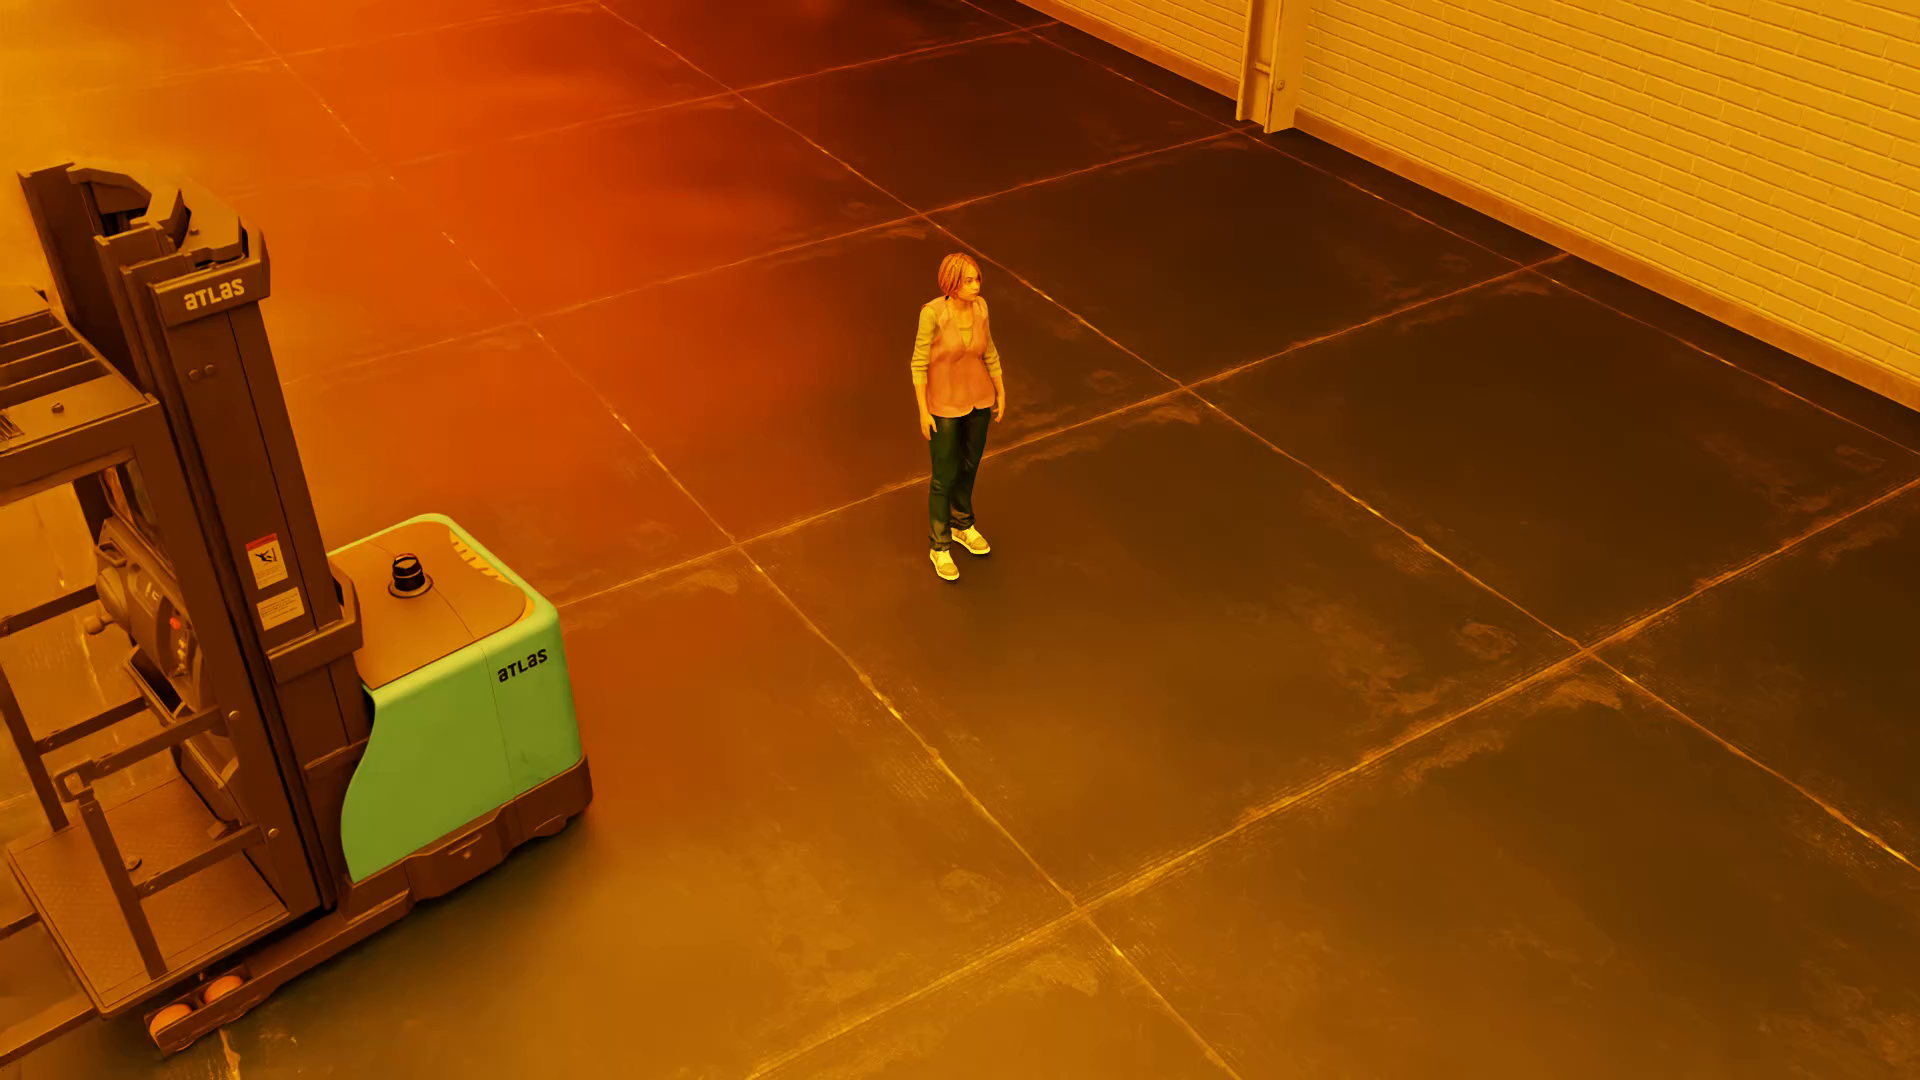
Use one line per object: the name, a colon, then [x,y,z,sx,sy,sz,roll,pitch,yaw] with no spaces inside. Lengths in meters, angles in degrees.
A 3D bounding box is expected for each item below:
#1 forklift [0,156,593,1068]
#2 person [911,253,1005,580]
forklift: [-2.977,0.318,5.695,3.031,2.935,1.130,-28,44,-34]
person: [0.028,-0.620,8.177,0.520,1.597,0.476,-21,40,-27]
